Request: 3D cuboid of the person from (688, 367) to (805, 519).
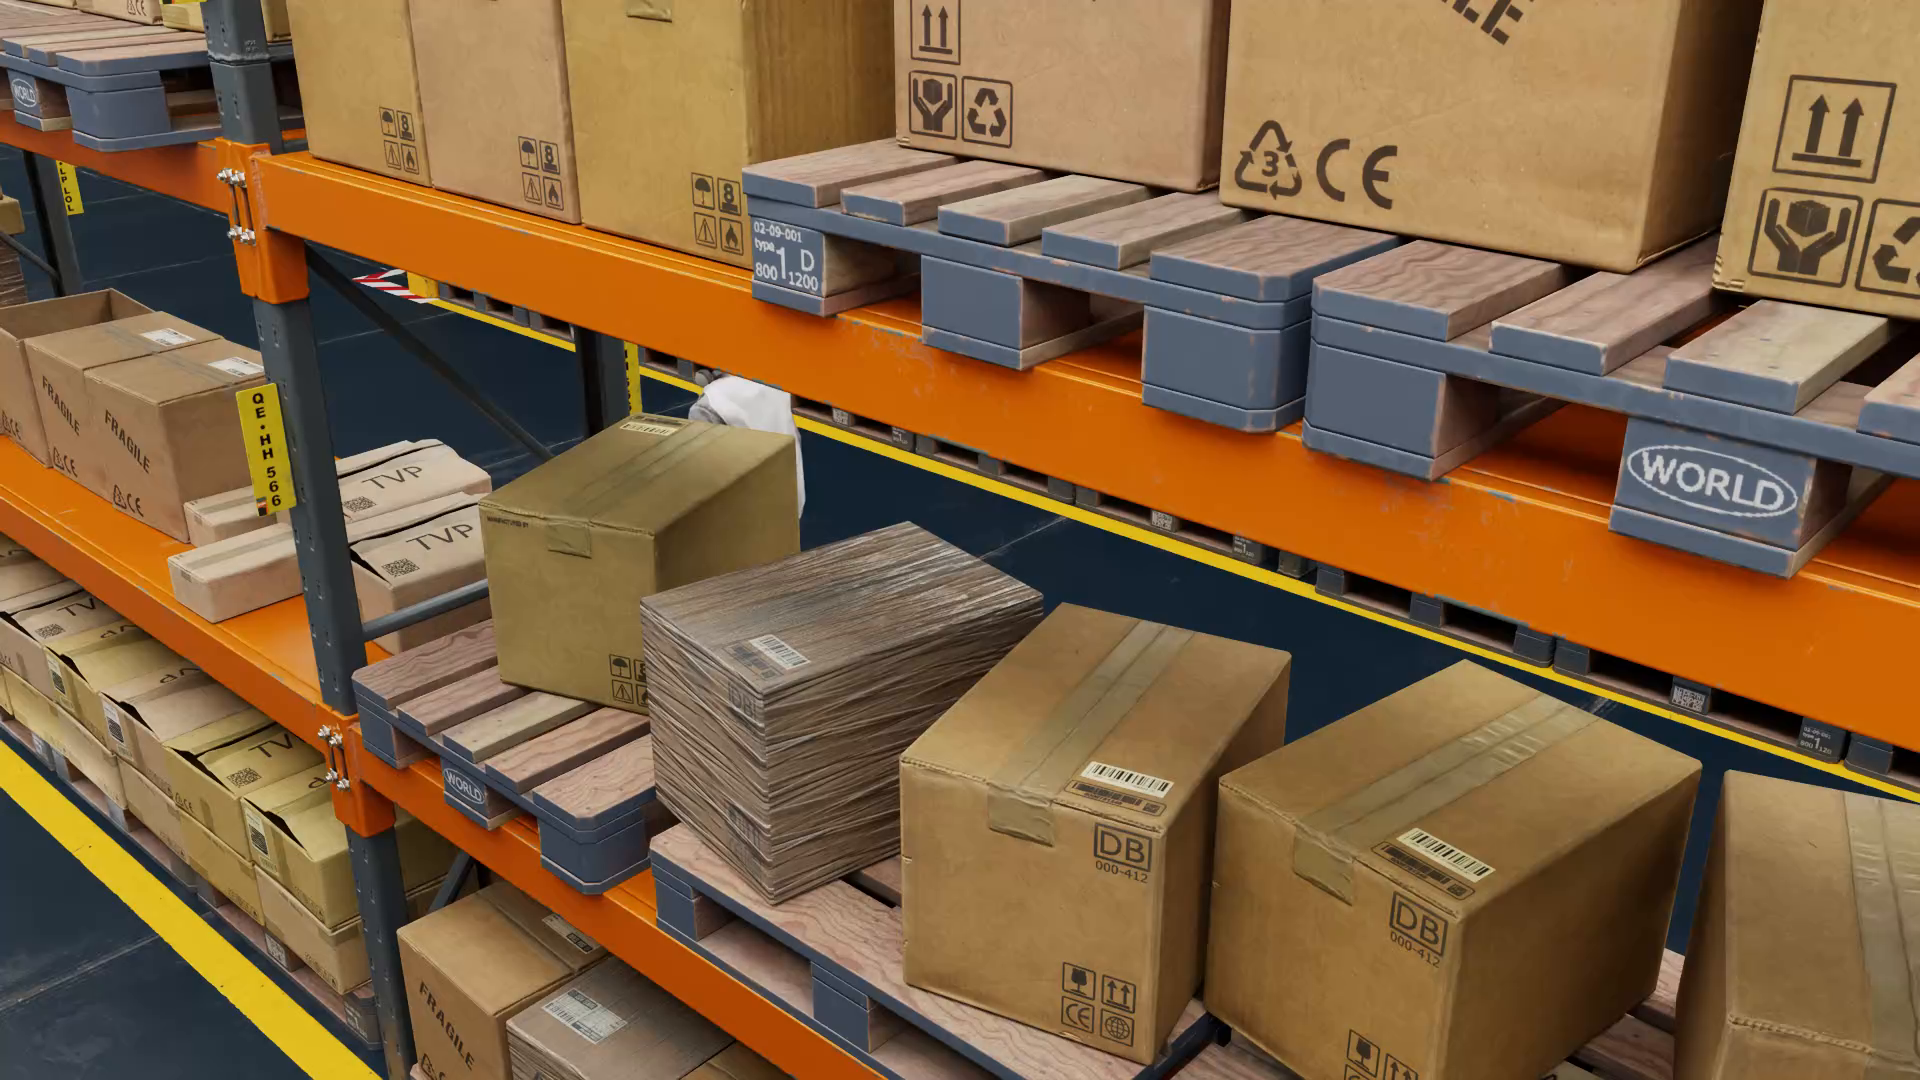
[{"bbox_3d":[-0.883,-0.121,6.843,0.464,1.770,0.589,18,29,35],"label":"person"}]
